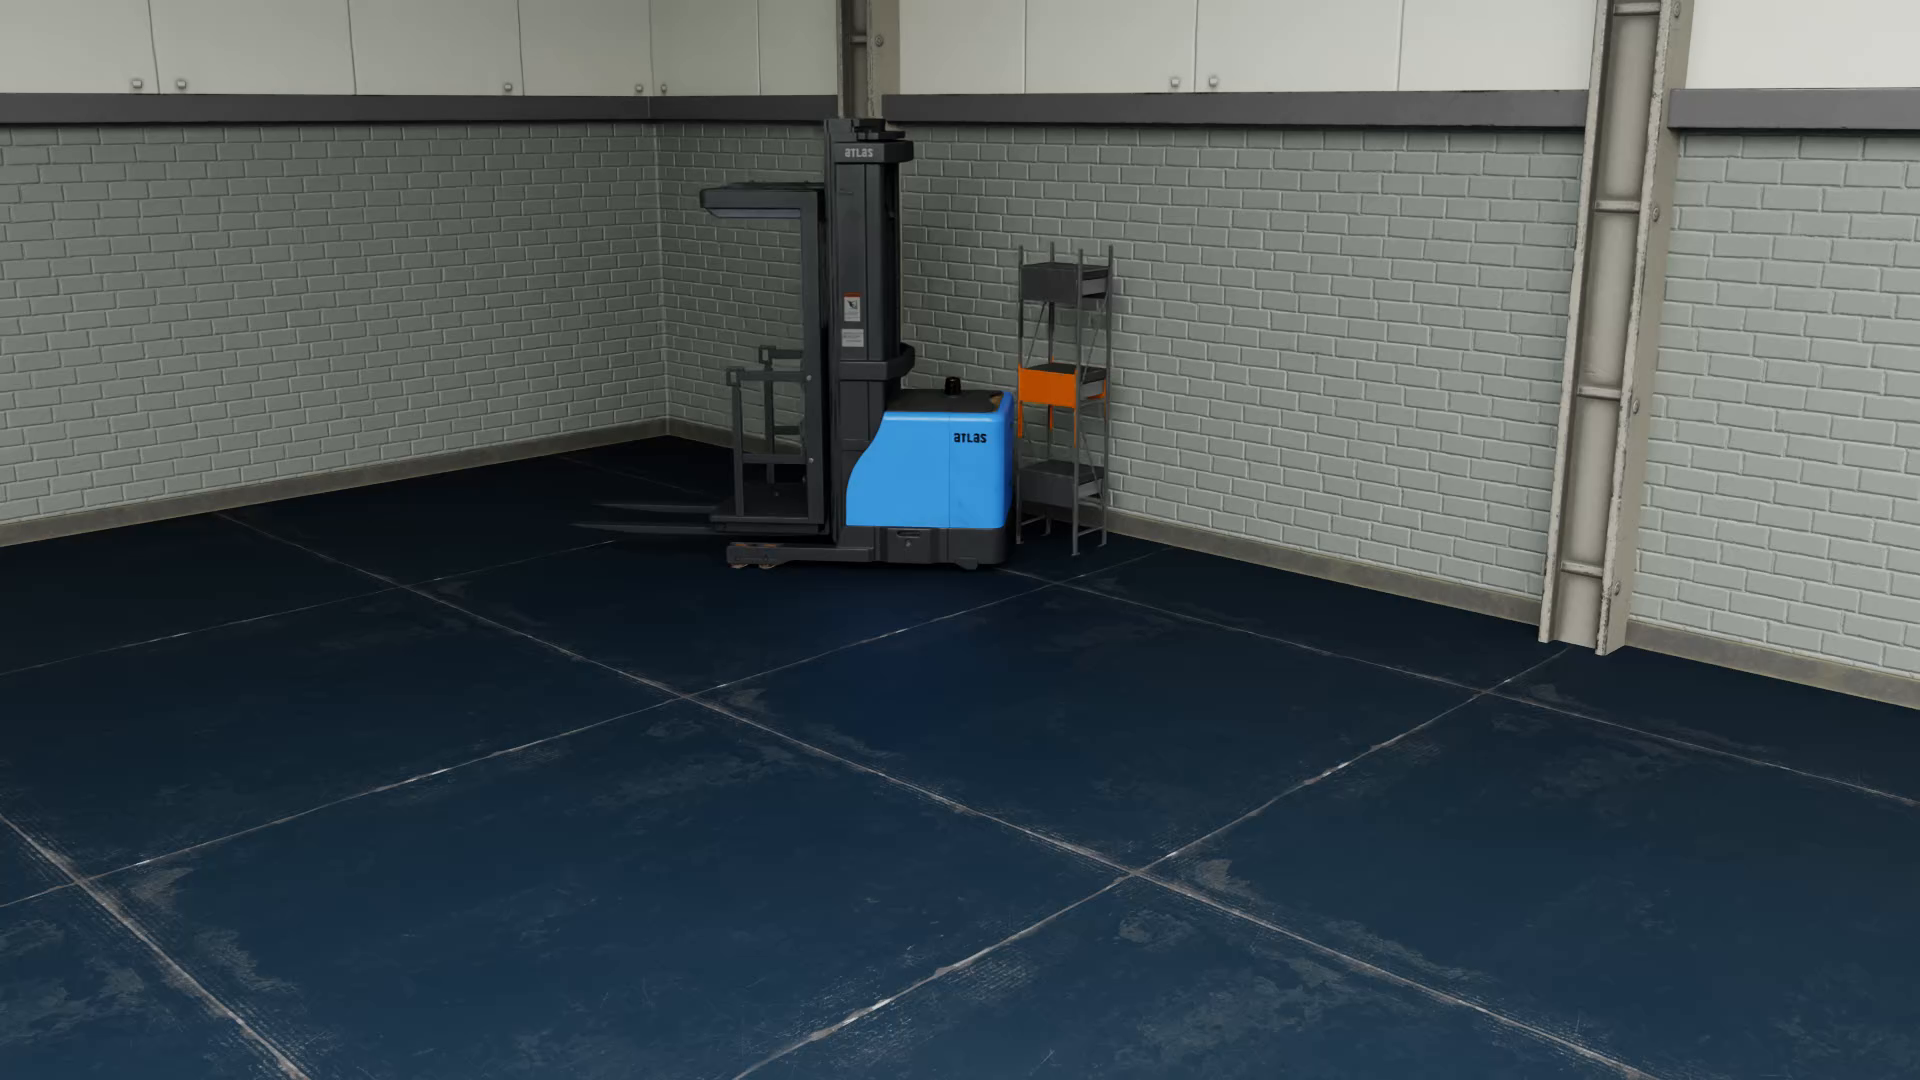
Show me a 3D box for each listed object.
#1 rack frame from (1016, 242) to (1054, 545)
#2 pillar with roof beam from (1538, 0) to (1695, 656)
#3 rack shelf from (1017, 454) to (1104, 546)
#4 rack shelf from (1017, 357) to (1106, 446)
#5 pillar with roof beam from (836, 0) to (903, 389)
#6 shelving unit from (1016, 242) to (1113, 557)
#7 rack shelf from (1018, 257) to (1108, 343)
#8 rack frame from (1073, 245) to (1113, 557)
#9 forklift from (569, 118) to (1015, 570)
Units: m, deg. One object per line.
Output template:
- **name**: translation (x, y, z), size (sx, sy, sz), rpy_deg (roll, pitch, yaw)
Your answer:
- **rack frame**: translation (0.526, -1.019, 11.677), size (0.015, 2.100, 0.400), rpy_deg (11, 18, 37)
- **pillar with roof beam**: translation (0.624, -2.980, 5.522), size (0.400, 9.000, 9.100), rpy_deg (14, 20, 42)
- **rack shelf**: translation (0.718, -0.290, 11.711), size (0.480, 0.518, 0.431), rpy_deg (11, 18, 37)
- **rack shelf**: translation (0.718, -0.967, 11.535), size (0.480, 0.518, 0.431), rpy_deg (11, 18, 37)
- **pillar with roof beam**: translation (-3.695, -4.030, 9.552), size (0.400, 9.000, 9.100), rpy_deg (14, 20, 42)
- **shelving unit**: translation (0.718, -0.981, 11.531), size (0.503, 2.100, 0.431), rpy_deg (11, 18, 37)
- **rack shelf**: translation (0.718, -1.645, 11.358), size (0.480, 0.518, 0.431), rpy_deg (11, 18, 37)
- **rack frame**: translation (0.910, -0.943, 11.386), size (0.015, 2.100, 0.400), rpy_deg (11, 18, 37)
- **forklift**: translation (-1.158, -1.354, 11.317), size (3.031, 2.935, 1.130), rpy_deg (1, 15, 5)
